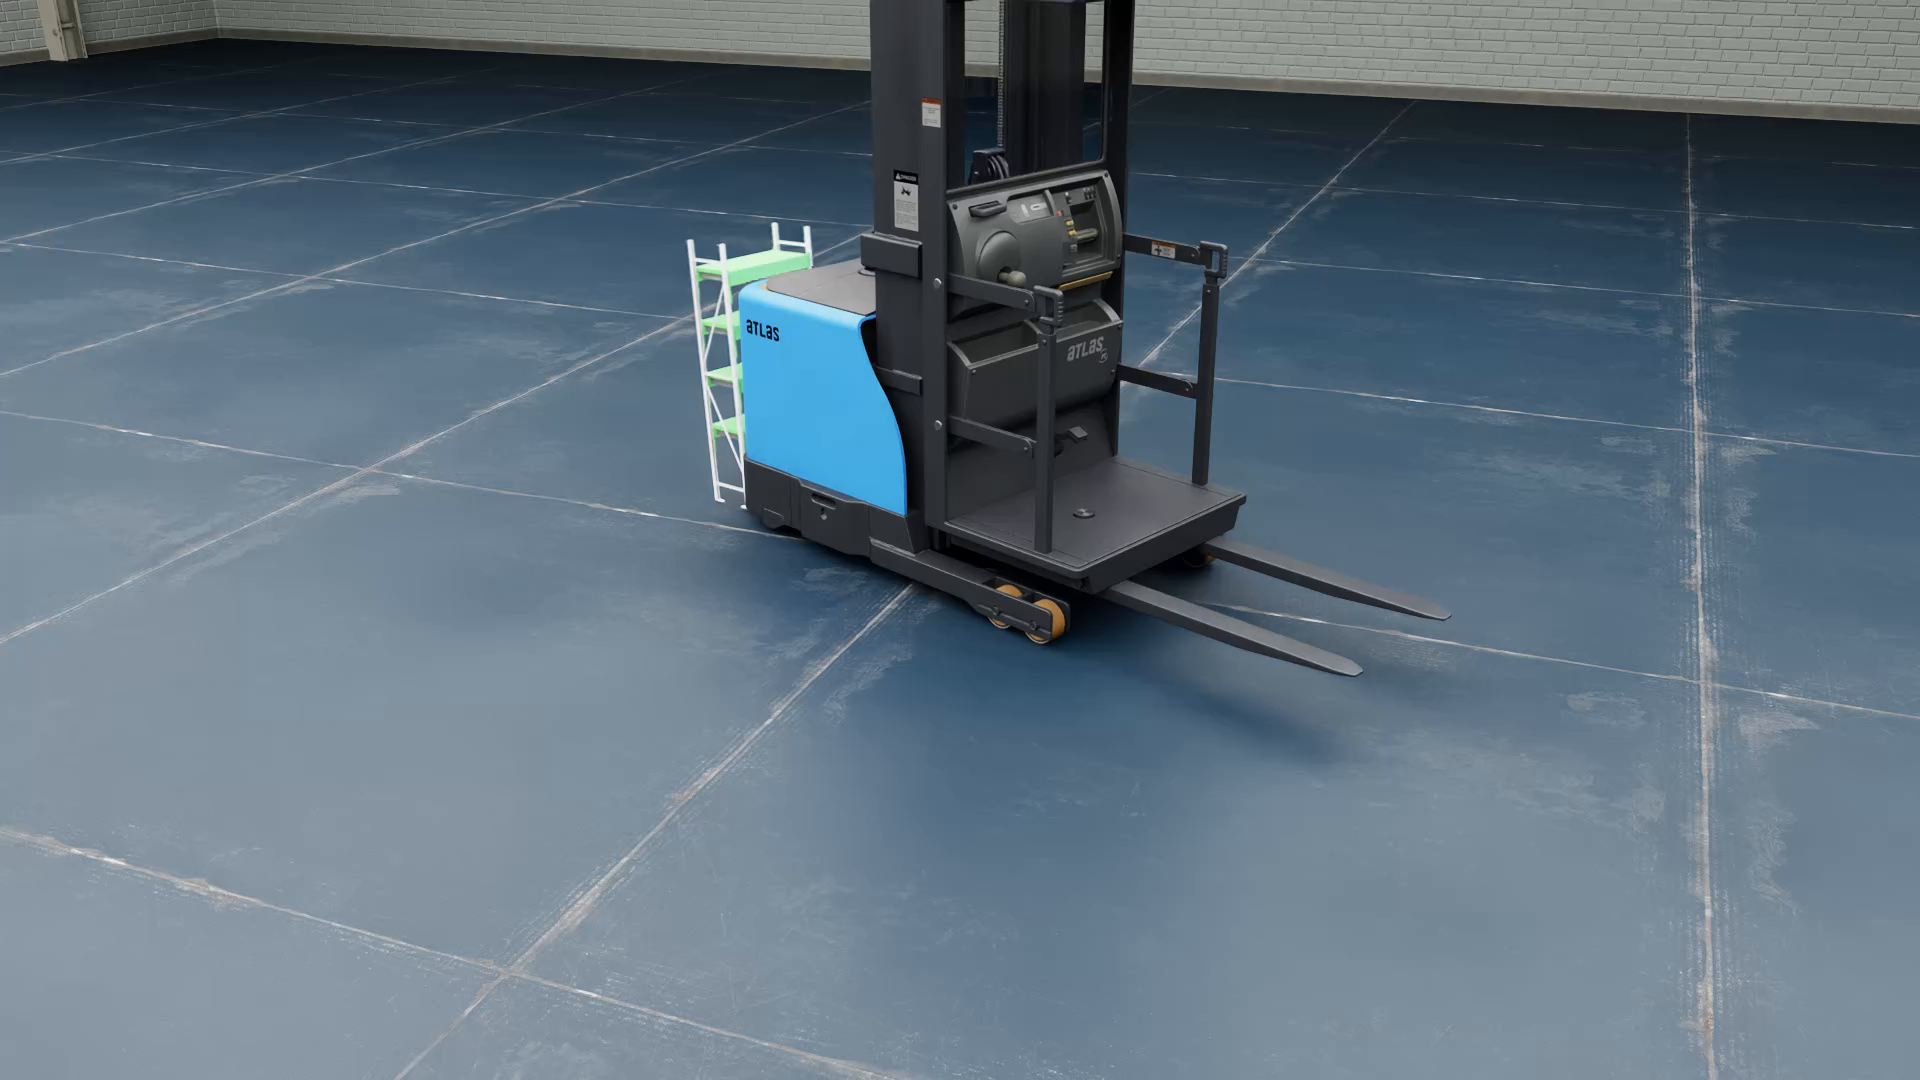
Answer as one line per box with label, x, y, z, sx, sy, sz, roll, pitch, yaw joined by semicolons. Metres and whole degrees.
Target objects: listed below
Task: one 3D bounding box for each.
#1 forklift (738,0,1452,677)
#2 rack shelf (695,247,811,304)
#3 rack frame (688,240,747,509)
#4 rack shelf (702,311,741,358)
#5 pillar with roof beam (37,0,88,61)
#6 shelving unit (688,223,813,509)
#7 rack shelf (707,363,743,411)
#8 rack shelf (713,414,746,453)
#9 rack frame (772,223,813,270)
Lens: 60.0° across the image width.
forklift;0.457;-1.185;6.285;3.031;2.935;1.130;20;30;39
rack shelf;-0.925;-1.186;7.433;0.258;0.148;0.480;15;27;41
rack frame;-1.070;-0.726;7.410;0.240;1.200;0.015;15;27;41
rack shelf;-0.913;-0.961;7.515;0.258;0.148;0.480;15;27;41
pillar with roof beam;-8.652;-10.365;20.389;9.100;9.000;0.400;9;24;20
shelving unit;-0.904;-0.795;7.575;0.258;1.200;0.503;15;27;41
rack shelf;-0.900;-0.735;7.596;0.258;0.148;0.480;15;27;41
rack shelf;-0.888;-0.510;7.678;0.258;0.148;0.480;15;27;41
rack frame;-0.737;-0.864;7.739;0.240;1.200;0.015;15;27;41
